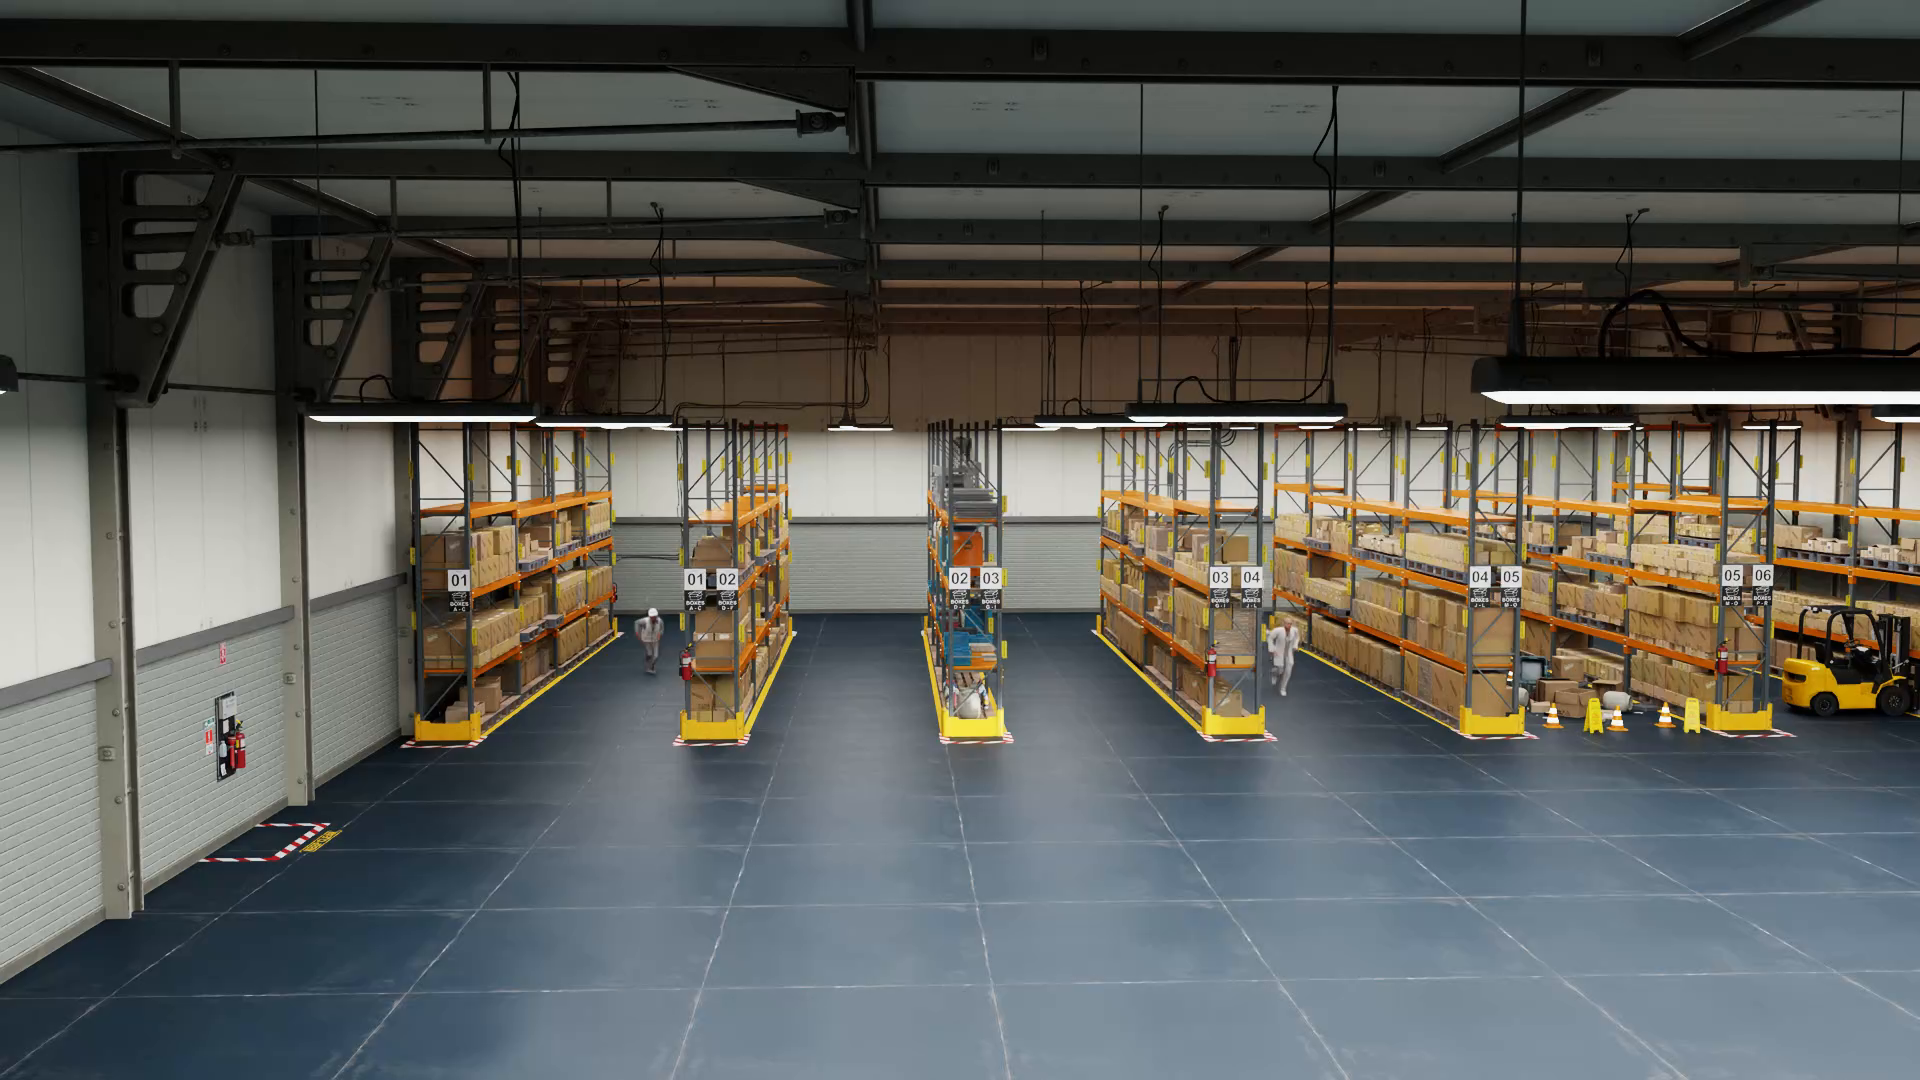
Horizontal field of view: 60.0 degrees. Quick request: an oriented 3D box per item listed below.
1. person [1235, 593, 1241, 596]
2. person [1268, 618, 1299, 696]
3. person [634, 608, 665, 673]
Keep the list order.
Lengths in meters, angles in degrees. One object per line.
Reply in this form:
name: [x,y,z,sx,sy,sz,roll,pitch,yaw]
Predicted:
person: [7.793,1.846,47.832,0.627,1.701,0.845,2,4,27]
person: [7.095,2.545,36.647,0.710,1.724,0.867,-1,4,-15]
person: [-7.361,2.398,39.454,0.684,1.599,0.864,-2,4,-22]
